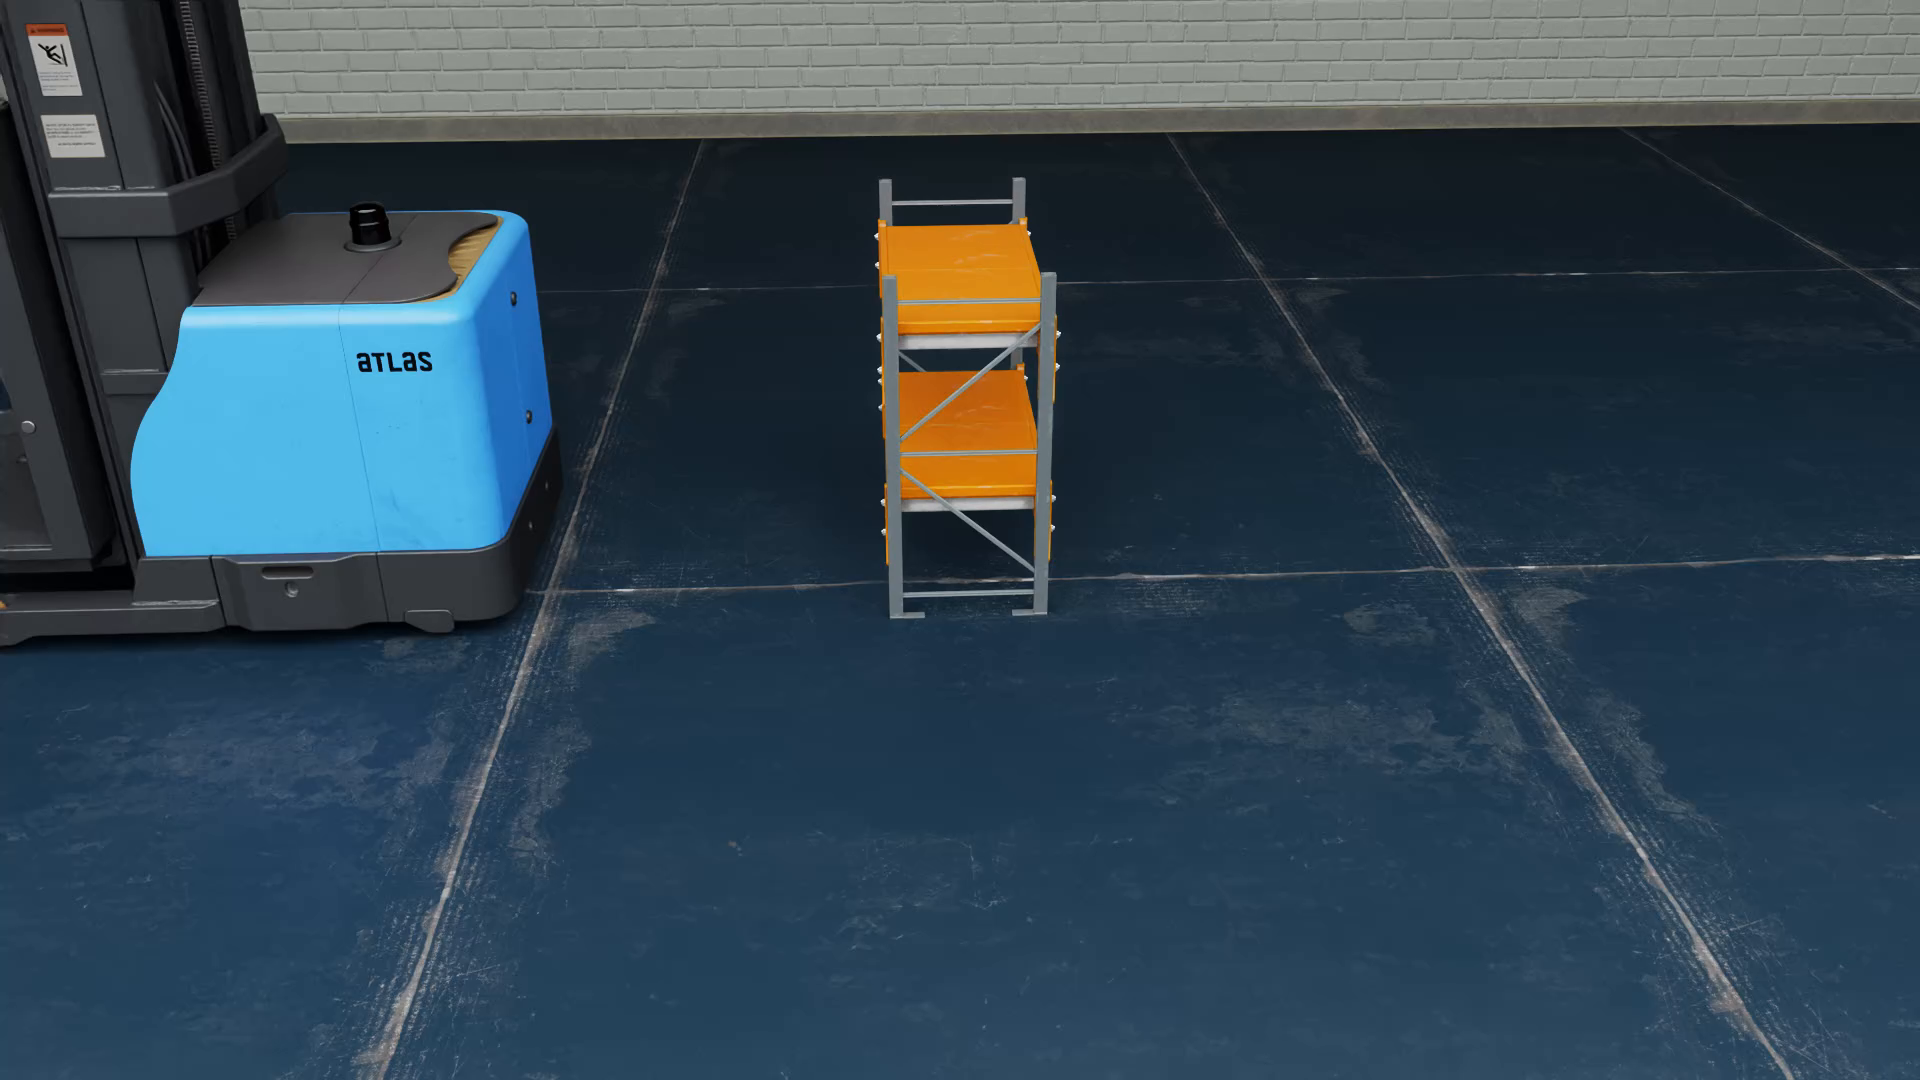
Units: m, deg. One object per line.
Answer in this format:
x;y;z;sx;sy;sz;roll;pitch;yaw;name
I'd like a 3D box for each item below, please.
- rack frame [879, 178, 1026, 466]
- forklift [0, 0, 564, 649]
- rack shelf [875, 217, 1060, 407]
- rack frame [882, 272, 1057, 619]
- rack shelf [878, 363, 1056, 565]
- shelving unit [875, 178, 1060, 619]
-0.026;-0.730;5.934;0.500;1.125;0.032;-1;28;-3;rack frame
-2.914;-1.201;4.882;3.031;2.935;1.130;-1;28;-2;forklift
0.000;-0.755;5.349;0.538;0.278;1.000;-1;28;-3;rack shelf
0.027;-0.261;5.034;0.500;1.125;0.032;-1;28;-3;rack frame
0.000;-0.279;5.597;0.538;0.278;1.000;-1;28;-3;rack shelf
0.000;-0.496;5.484;0.538;1.125;1.048;-1;28;-3;shelving unit
